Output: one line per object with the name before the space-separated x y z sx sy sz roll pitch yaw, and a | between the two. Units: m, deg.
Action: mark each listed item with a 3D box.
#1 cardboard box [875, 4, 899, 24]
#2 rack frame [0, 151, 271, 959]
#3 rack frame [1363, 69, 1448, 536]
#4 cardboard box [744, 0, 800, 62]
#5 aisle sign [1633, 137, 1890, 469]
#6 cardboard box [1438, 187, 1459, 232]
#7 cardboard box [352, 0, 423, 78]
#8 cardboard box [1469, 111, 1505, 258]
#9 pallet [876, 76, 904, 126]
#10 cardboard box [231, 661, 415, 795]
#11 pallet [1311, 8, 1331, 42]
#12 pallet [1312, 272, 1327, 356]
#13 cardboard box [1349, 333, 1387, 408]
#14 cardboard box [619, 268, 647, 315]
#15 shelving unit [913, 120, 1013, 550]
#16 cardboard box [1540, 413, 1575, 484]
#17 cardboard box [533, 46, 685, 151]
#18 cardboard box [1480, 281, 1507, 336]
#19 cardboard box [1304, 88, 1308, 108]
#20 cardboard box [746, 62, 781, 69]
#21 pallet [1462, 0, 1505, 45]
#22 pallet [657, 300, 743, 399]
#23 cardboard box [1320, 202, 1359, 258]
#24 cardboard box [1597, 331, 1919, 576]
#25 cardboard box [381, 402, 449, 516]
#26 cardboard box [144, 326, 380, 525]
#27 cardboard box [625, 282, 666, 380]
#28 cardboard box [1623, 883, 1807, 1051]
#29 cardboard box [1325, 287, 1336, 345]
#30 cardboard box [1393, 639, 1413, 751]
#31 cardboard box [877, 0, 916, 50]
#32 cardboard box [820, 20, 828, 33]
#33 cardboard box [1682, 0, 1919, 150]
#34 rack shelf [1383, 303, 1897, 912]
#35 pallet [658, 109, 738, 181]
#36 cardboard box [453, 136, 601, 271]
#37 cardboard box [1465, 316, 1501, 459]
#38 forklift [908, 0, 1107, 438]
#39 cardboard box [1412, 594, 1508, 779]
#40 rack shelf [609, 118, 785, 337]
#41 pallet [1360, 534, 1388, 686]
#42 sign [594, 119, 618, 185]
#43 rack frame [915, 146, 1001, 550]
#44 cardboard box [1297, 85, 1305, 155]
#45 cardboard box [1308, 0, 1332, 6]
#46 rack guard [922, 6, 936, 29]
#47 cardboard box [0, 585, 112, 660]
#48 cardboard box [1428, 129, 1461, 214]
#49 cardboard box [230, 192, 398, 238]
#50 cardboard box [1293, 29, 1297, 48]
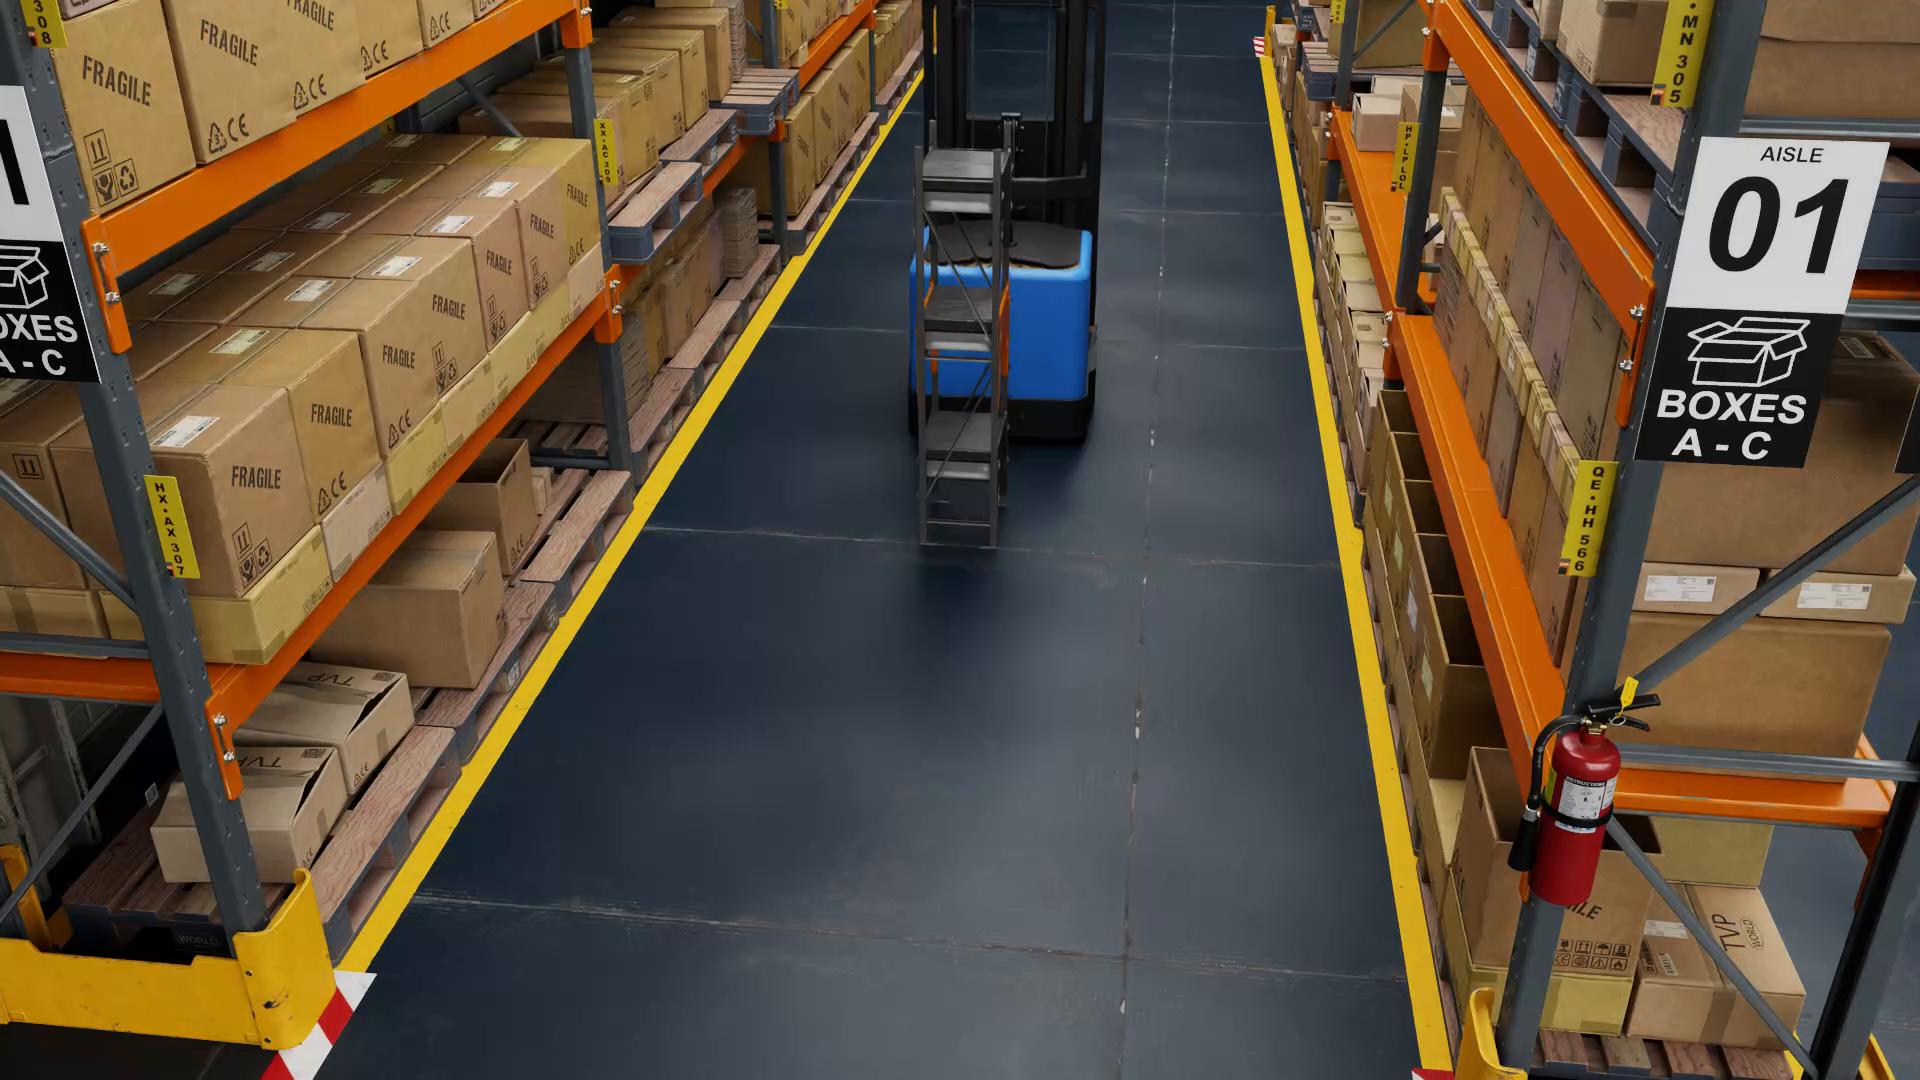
cardboard box | -0.837 -5.447 17.206 0.380 0.149 0.250 3 28 5
rack frame | -2.787 0.314 5.004 1.000 3.000 0.127 3 28 6
rack frame | 2.620 -1.282 7.968 1.000 3.000 0.127 3 28 6
cardboard box | -1.493 -3.849 12.292 0.500 0.500 0.500 4 29 8
aisle sign | 1.830 -0.530 3.830 0.394 0.787 0.004 3 28 6
cardboard box | 2.395 -1.497 7.576 0.380 0.149 0.250 3 28 6
cardboard box | -2.293 -1.951 5.919 0.500 0.500 0.500 5 29 9
cardboard box | 2.511 -1.450 6.806 0.700 0.500 0.500 3 28 6
pallet | -1.146 -4.460 16.806 1.003 0.211 1.213 3 28 6
cardboard box | -2.543 0.716 6.630 0.500 0.311 0.500 6 29 10
pallet | 3.344 -3.996 13.208 1.003 0.211 1.213 3 28 6
pallet | 2.970 -1.552 11.409 1.003 0.211 1.213 3 28 6
cardboard box | 2.442 -0.956 9.227 0.500 0.311 0.500 4 29 8
cardboard box | -2.173 -1.547 9.840 0.500 0.250 0.500 3 28 5
shelving unit | 0.020 -1.002 8.397 0.431 2.100 0.503 3 28 6
cardboard box | 2.082 -0.282 5.321 0.380 0.149 0.250 4 29 7
cardboard box | -2.076 -2.618 9.878 0.700 0.500 0.500 7 29 13
cardboard box | 2.241 -0.890 6.450 0.380 0.149 0.250 3 28 5
cardboard box | 3.176 -3.787 13.998 0.500 0.250 0.500 3 29 6
cardboard box | -1.537 -3.491 12.311 0.380 0.149 0.250 3 28 5
pallet | 2.541 -2.161 6.529 1.003 0.211 1.213 3 28 6
pallet | -2.056 -1.283 10.910 1.003 0.211 1.213 3 28 6
cardboard box | 2.754 -2.157 11.456 0.500 0.311 0.500 4 29 8
cardboard box | 2.206 -0.259 4.594 0.700 0.500 0.500 3 29 6
cardboard box | -2.294 -0.324 6.327 0.500 0.250 0.500 3 28 5
cardboard box | -2.360 -0.398 5.672 0.500 0.500 0.500 3 29 6
cardboard box | -2.210 -1.255 10.089 0.700 0.500 0.500 3 28 5
cardboard box | 2.416 1.387 5.470 0.500 0.250 0.500 3 28 6
cardboard box | 2.636 -1.428 10.695 0.500 0.250 0.500 3 28 5
cardboard box | 2.074 0.650 6.838 0.500 0.250 0.500 3 28 6
cardboard box | -0.874 -5.731 18.417 0.700 0.500 0.500 3 28 6
cardboard box | -1.320 -4.337 13.881 0.380 0.149 0.250 4 29 8
cardboard box | 2.204 -1.282 4.106 0.797 0.503 0.637 5 29 10
rack shelf | 2.375 -0.024 6.391 1.077 0.370 4.000 3 28 6
pallet | -2.009 -2.433 10.305 1.003 0.211 1.213 3 28 6
cardboard box | -2.048 -1.601 7.905 0.500 0.500 0.500 3 28 6
cardboard box | 2.448 -0.633 6.656 0.700 0.500 0.500 4 29 7
forklift | 0.346 -2.552 10.397 1.130 2.935 3.031 2 28 5
cardboard box | 2.008 0.555 6.223 0.500 0.500 0.500 3 28 6
rack shelf | -2.052 -2.193 10.417 1.077 0.370 4.000 3 28 6
pallet | 2.481 0.317 7.939 1.003 0.211 1.213 3 28 6
sign | -1.758 -1.922 8.242 0.100 0.325 0.005 3 28 6
rack frame | -0.010 -0.887 8.183 0.400 2.100 0.015 3 28 6
cardboard box | 3.245 -3.676 14.583 0.500 0.500 0.500 4 29 7
cardboard box | 3.299 -4.740 13.837 0.700 0.500 0.500 8 29 14
rack guard | -0.824 -6.128 19.597 1.175 0.500 0.348 3 28 6
cardboard box | -2.922 0.140 5.464 0.500 0.250 0.500 4 29 7
cardboard box | 2.795 -1.935 9.074 0.500 0.500 0.500 5 29 10
cardboard box | -2.696 -1.155 7.077 0.500 0.500 0.500 4 29 8
cardboard box | 3.825 -5.027 17.087 0.797 0.503 0.637 3 28 6
